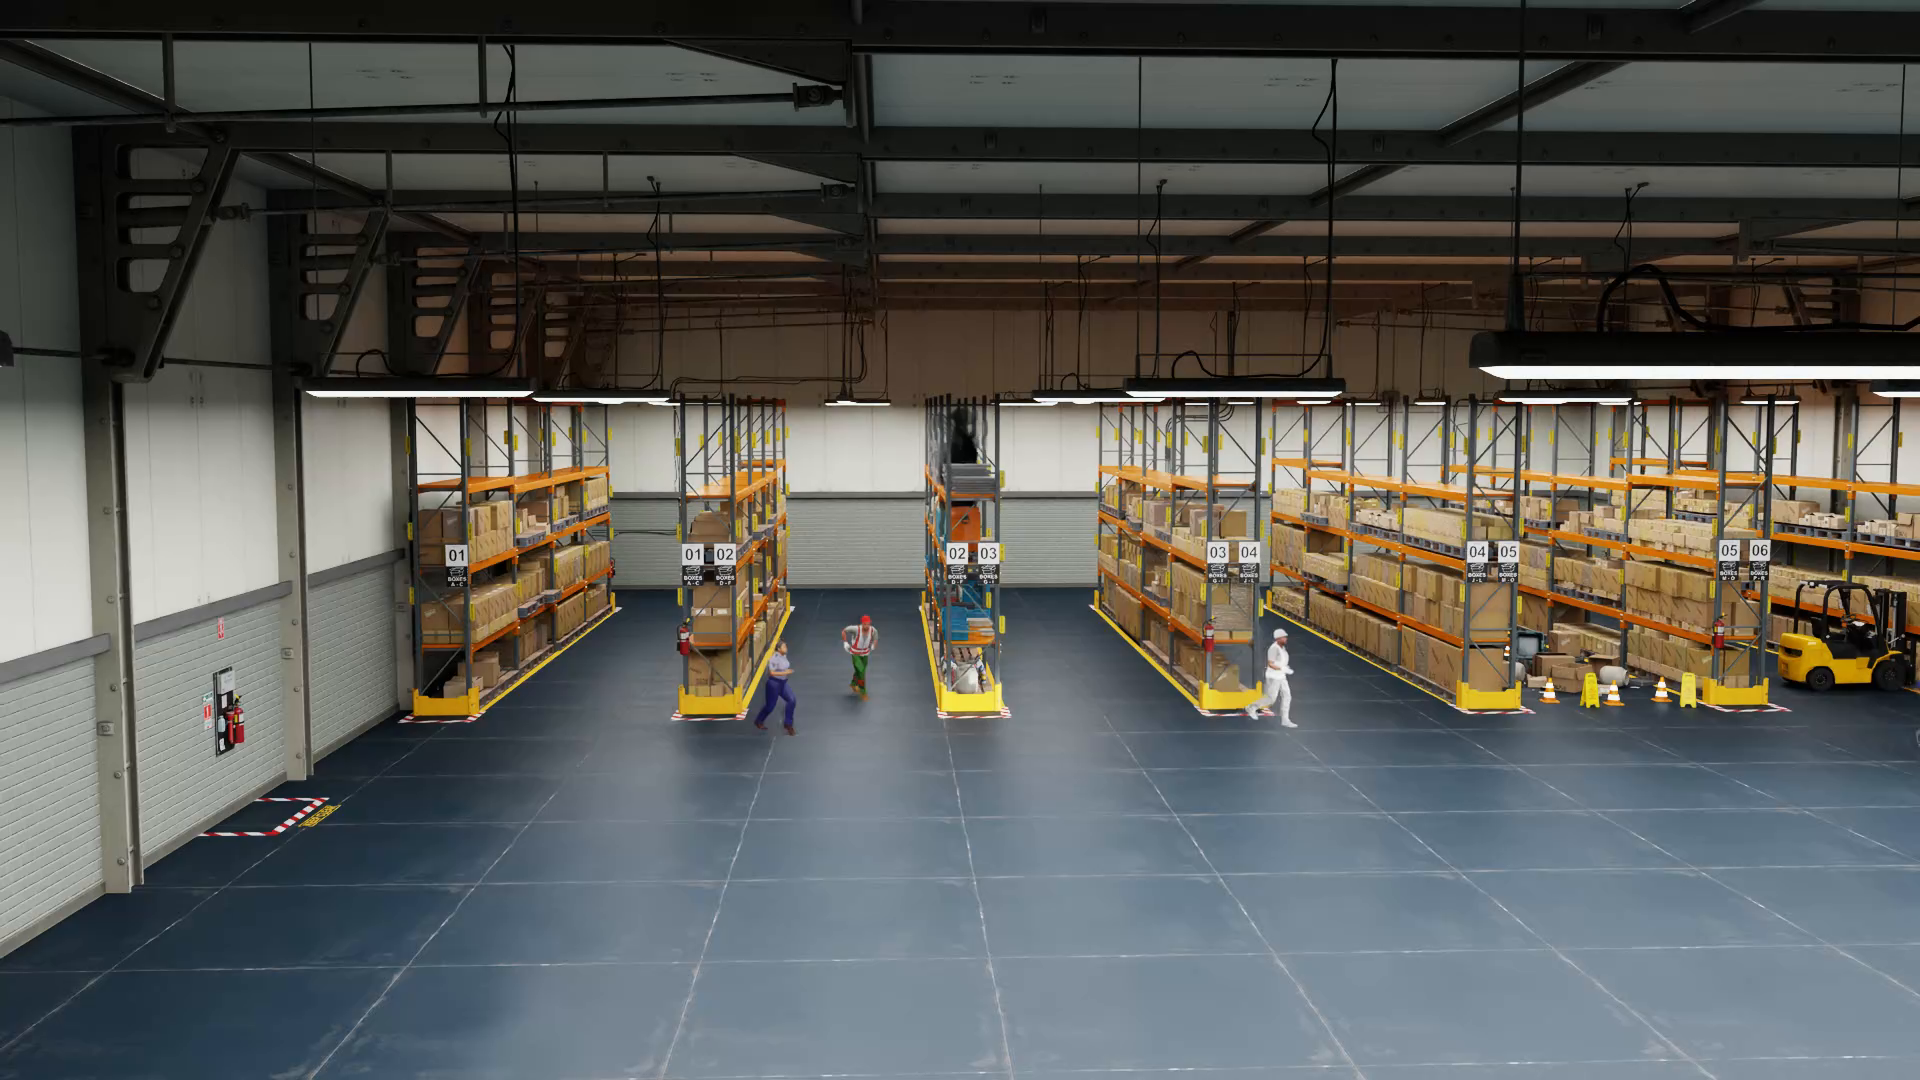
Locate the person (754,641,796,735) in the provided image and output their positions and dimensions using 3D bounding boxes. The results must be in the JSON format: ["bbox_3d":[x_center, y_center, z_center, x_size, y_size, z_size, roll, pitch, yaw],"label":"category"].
[{"bbox_3d":[-3.265,2.706,29.293,0.836,1.488,0.626,2,5,23],"label":"person"}]

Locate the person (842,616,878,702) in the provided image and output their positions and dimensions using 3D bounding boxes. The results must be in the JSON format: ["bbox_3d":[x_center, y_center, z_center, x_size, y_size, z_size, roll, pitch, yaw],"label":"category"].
[{"bbox_3d":[-1.989,2.311,32.829,0.706,1.732,1.054,-2,5,-21],"label":"person"}]

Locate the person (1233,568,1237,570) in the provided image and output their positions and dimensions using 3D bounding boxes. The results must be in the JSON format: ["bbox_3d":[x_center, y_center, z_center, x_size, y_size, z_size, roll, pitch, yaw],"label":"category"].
[{"bbox_3d":[7.633,1.162,47.496,0.623,1.657,0.702,2,5,29],"label":"person"}]

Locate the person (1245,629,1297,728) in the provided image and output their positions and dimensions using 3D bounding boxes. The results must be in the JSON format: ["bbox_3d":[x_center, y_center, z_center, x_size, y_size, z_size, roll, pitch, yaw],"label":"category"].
[{"bbox_3d":[5.626,2.477,29.954,0.949,1.773,0.659,2,5,28],"label":"person"}]
